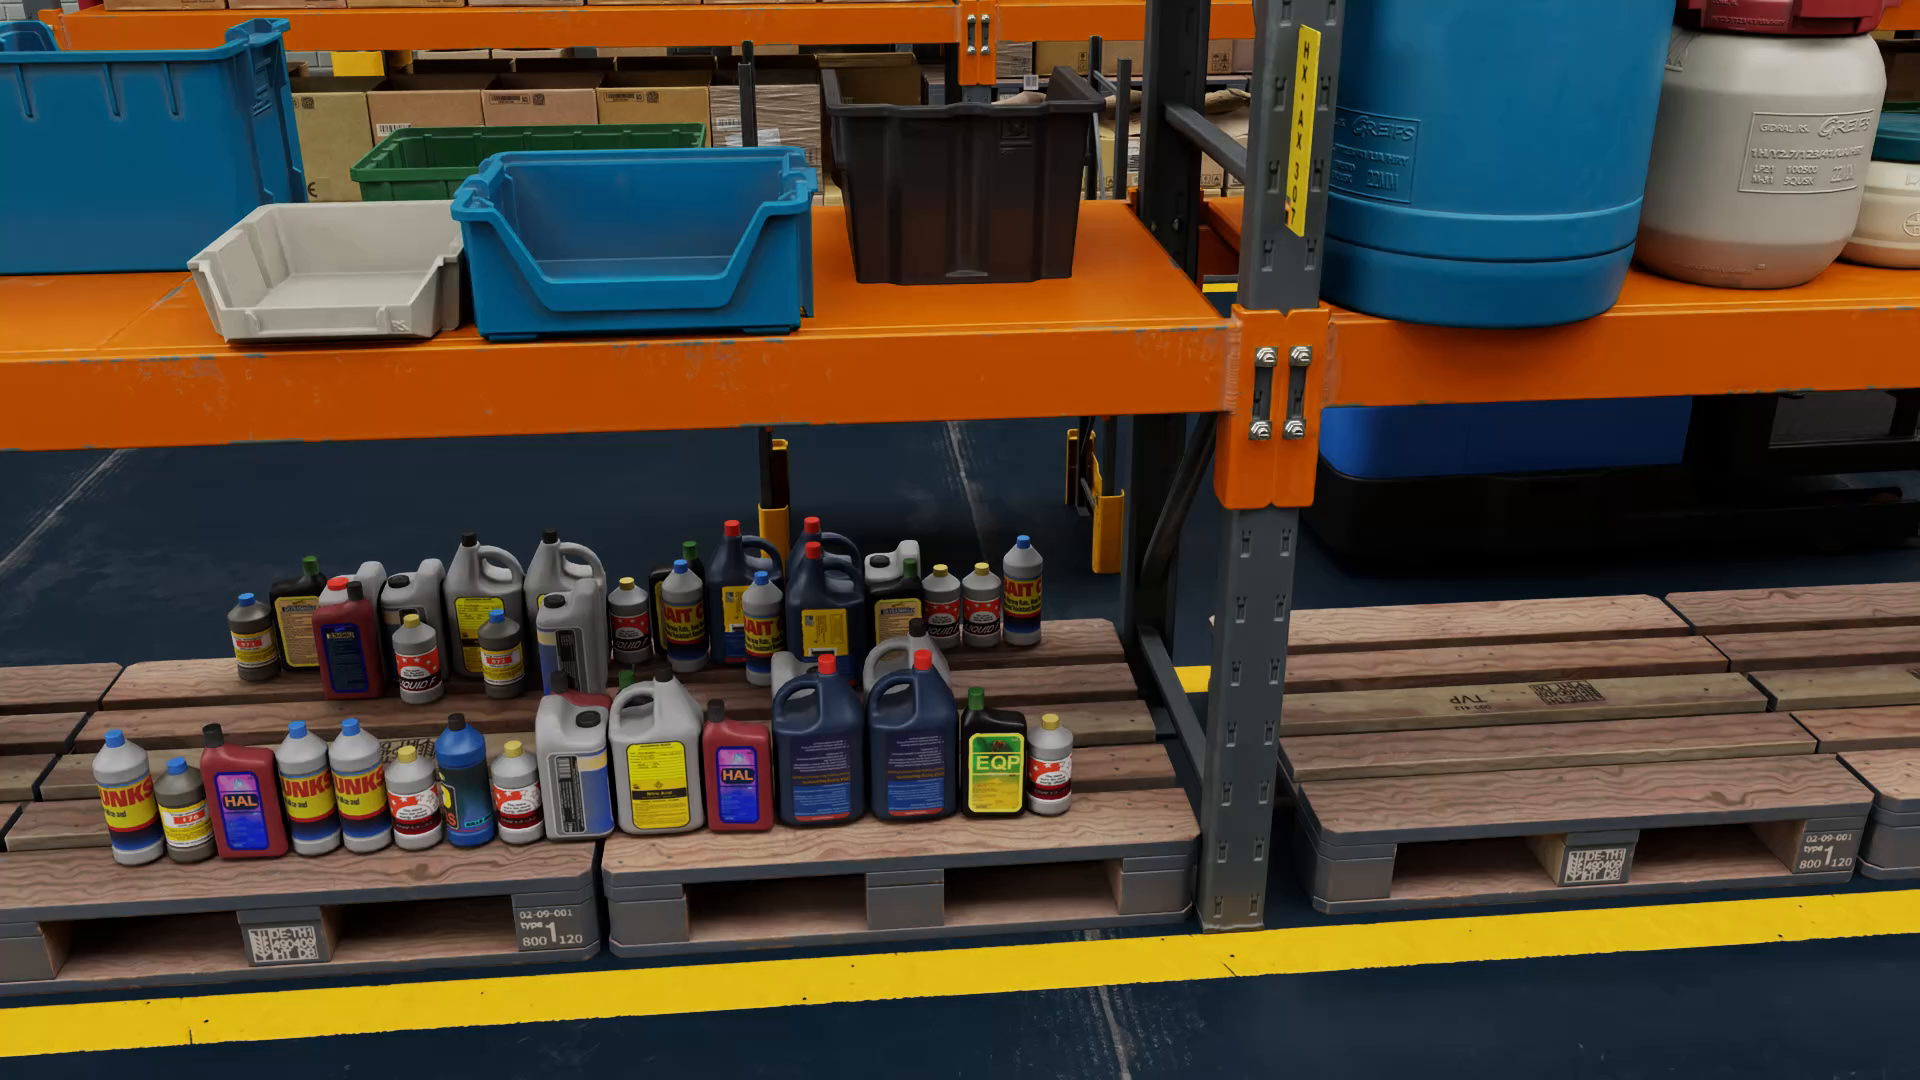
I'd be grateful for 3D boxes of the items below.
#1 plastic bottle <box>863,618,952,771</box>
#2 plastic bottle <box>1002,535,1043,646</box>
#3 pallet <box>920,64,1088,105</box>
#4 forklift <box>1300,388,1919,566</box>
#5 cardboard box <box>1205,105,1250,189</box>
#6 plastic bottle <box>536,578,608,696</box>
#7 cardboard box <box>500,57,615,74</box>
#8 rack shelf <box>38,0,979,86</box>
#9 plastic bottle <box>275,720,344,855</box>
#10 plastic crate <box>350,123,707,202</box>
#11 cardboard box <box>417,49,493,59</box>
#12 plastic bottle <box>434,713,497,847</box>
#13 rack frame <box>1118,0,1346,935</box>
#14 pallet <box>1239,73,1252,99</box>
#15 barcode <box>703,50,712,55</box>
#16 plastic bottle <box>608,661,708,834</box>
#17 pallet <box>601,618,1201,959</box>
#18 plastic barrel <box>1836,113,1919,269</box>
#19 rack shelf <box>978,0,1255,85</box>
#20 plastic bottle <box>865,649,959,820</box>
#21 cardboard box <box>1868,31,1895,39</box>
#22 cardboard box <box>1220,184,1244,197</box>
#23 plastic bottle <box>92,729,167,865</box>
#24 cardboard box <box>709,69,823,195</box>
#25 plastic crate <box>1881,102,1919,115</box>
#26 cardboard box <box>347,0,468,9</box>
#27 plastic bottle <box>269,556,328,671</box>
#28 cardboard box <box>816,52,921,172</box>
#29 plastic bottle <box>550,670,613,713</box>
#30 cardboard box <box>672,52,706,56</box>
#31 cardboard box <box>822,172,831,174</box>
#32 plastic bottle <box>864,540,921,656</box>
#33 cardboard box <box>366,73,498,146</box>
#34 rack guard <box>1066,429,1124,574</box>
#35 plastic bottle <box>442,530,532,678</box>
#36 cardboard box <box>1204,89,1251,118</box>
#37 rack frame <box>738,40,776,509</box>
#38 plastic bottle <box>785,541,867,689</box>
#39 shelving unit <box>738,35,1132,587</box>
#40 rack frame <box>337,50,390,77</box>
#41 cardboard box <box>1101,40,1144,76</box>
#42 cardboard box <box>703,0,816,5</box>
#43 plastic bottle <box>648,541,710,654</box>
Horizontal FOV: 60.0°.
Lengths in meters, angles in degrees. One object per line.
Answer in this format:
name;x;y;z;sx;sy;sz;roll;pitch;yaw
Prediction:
plastic bottle;-0.112;0.331;3.533;0.185;0.351;0.144;-2;24;-5
plastic bottle;0.155;0.119;4.108;0.097;0.271;0.097;0;24;0
pallet;0.316;-3.525;12.920;1.213;0.211;1.003;-2;24;-5
forklift;2.550;-1.516;5.053;3.031;2.935;1.130;-3;24;-7
cardboard box;1.481;-1.912;8.035;0.500;0.311;0.500;-3;24;-7
plastic bottle;-0.900;0.229;3.854;0.135;0.276;0.152;-2;24;-5
cardboard box;-1.953;-2.090;8.205;0.500;0.500;0.500;-2;24;-5
rack shelf;-1.959;-2.356;7.744;4.000;0.370;1.077;-2;24;-5
plastic bottle;-1.290;0.483;3.289;0.097;0.271;0.097;0;24;0
plastic crate;-0.864;-0.726;3.451;0.662;0.188;0.450;-2;24;-5
cardboard box;-3.742;-3.571;12.360;0.500;0.311;0.500;-5;24;-11
plastic bottle;-0.988;0.470;3.316;0.097;0.271;0.097;0;24;0
rack frame;0.515;-0.763;3.273;0.127;3.000;1.000;-2;24;-5
pallet;2.744;-3.622;13.139;1.213;0.211;1.003;-2;24;-5
barcode;-1.937;-3.722;12.763;0.075;0.075;0.001;-2;24;-5
plastic bottle;-0.610;0.409;3.355;0.185;0.351;0.144;-2;24;-5
pallet;-0.158;0.521;3.817;1.213;0.211;1.003;-2;24;-5
plastic barrel;1.847;-0.690;3.280;0.301;0.262;0.301;0;24;0
rack shelf;2.022;-2.516;8.103;4.000;0.370;1.077;-2;24;-5
plastic bottle;-0.098;0.389;3.402;0.185;0.351;0.144;-3;24;-7
cardboard box;6.868;-4.218;13.175;0.750;0.750;0.750;-2;24;-5
cardboard box;1.482;-1.658;8.156;0.500;0.250;0.500;-3;24;-7
plastic bottle;-1.631;0.496;3.258;0.097;0.271;0.097;0;24;0
cardboard box;-0.907;-1.921;7.824;0.500;0.500;0.500;-2;24;-5
plastic crate;2.220;-0.850;3.729;0.662;0.188;0.450;-2;24;-5
cardboard box;-2.466;-2.705;7.519;0.500;0.500;0.700;-2;24;-5
plastic bottle;-1.567;0.175;3.967;0.133;0.283;0.061;-2;24;-4
cardboard box;-0.460;-2.151;8.342;0.500;0.500;0.500;-2;24;-5
plastic bottle;-0.783;0.402;3.455;0.133;0.283;0.061;-2;24;-5
cardboard box;-2.052;-3.610;12.646;0.250;0.149;0.380;-4;24;-9
cardboard box;-0.460;-1.804;8.485;0.500;0.250;0.500;-2;24;-5
plastic bottle;-0.164;0.140;4.053;0.135;0.276;0.152;-1;24;-3
cardboard box;-2.400;-1.861;7.688;0.500;0.500;0.500;-2;24;-5
rack guard;0.420;-0.131;5.237;0.087;0.250;0.587;-2;24;-5
plastic bottle;-1.125;0.143;3.955;0.185;0.351;0.144;-1;24;-3
cardboard box;1.421;-2.131;8.529;0.500;0.311;0.500;-2;24;-5
rack frame;-0.591;-0.662;4.892;0.032;1.500;0.500;-2;24;-5
plastic bottle;-0.315;0.169;3.895;0.185;0.351;0.144;-2;24;-5
shelving unit;-0.076;-0.682;4.939;1.083;1.500;0.587;-2;24;-5
rack frame;-4.439;-4.607;11.923;0.127;3.000;1.000;-2;24;-5
cardboard box;1.293;-3.907;12.883;0.500;0.500;0.700;-2;24;-5
cardboard box;-0.933;-2.767;7.659;0.500;0.500;0.700;-3;24;-6
plastic bottle;-0.685;0.139;4.046;0.133;0.283;0.061;-1;24;-3
